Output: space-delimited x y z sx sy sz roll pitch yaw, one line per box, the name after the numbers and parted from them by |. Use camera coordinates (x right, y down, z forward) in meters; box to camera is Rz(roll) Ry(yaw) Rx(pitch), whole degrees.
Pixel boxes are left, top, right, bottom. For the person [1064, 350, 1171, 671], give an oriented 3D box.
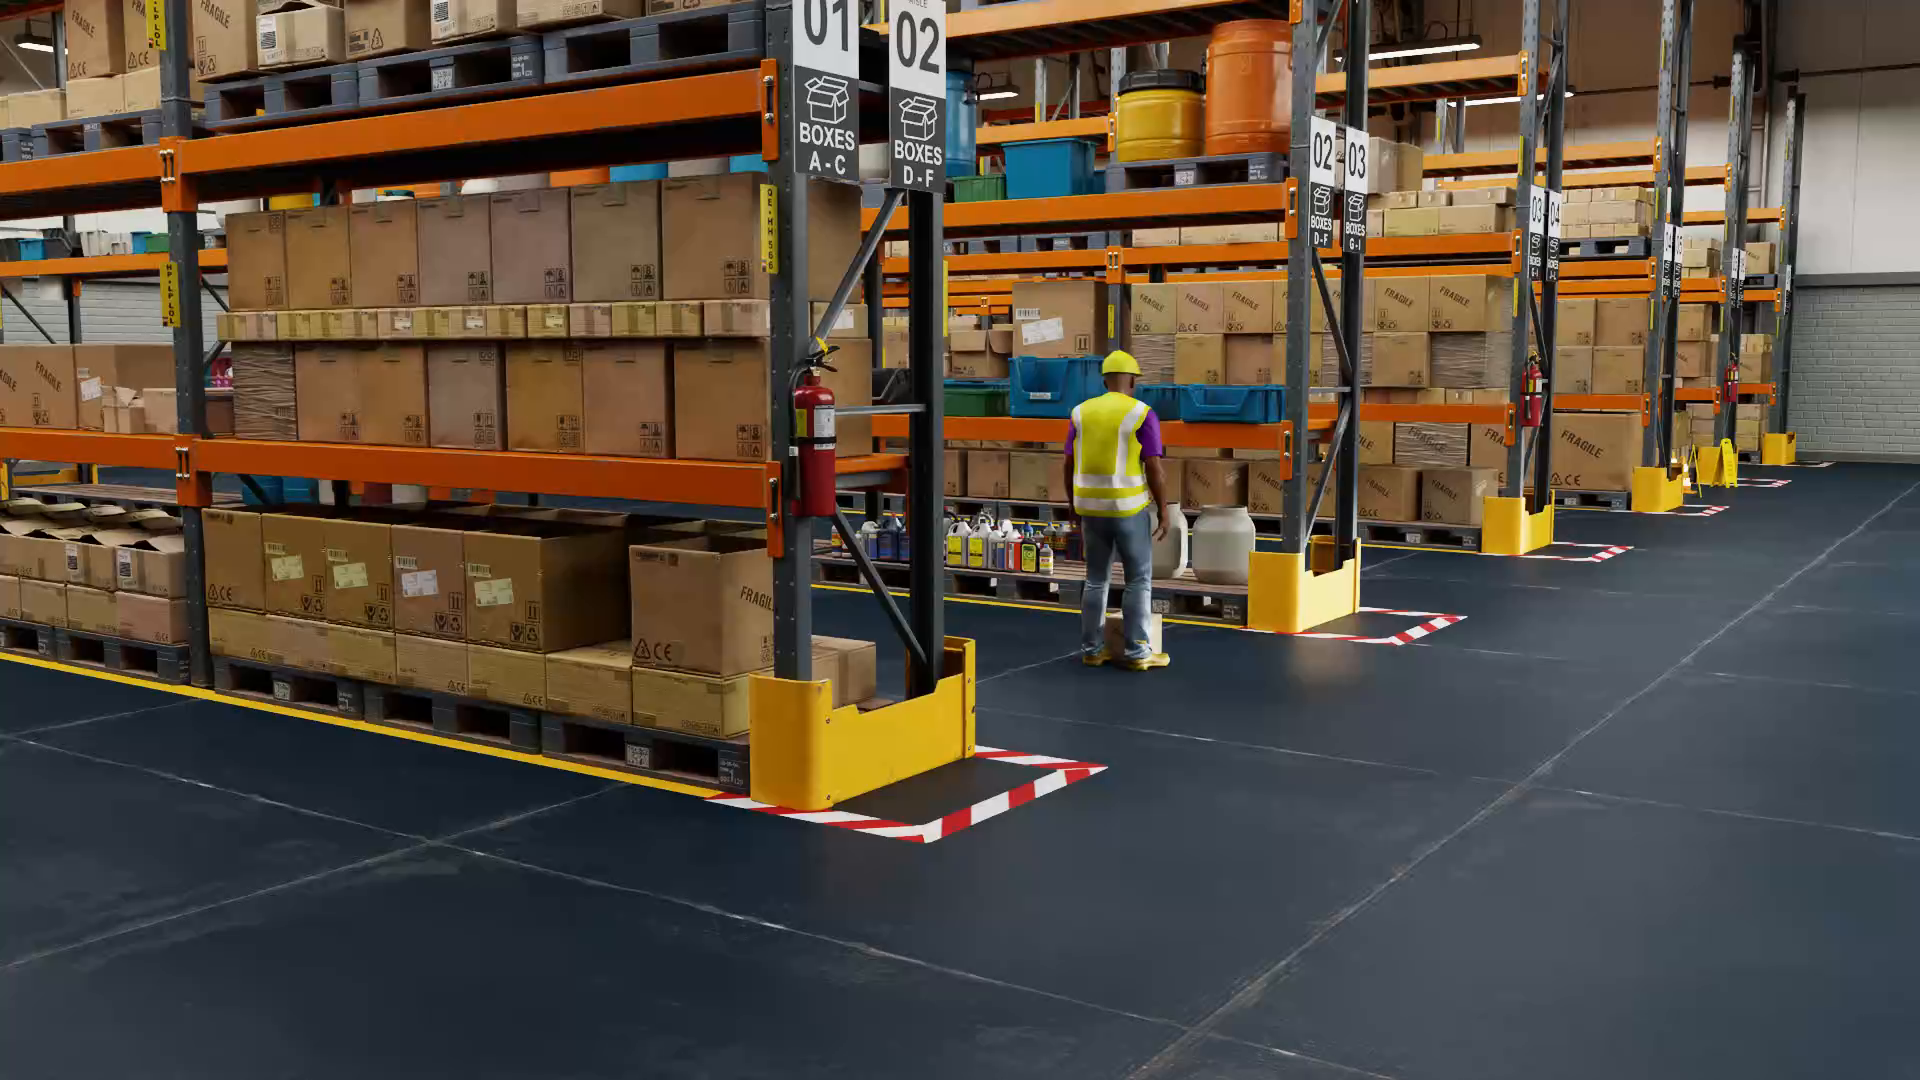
0.878 -0.172 9.282 0.626 1.761 0.458 4 8 33 | person
